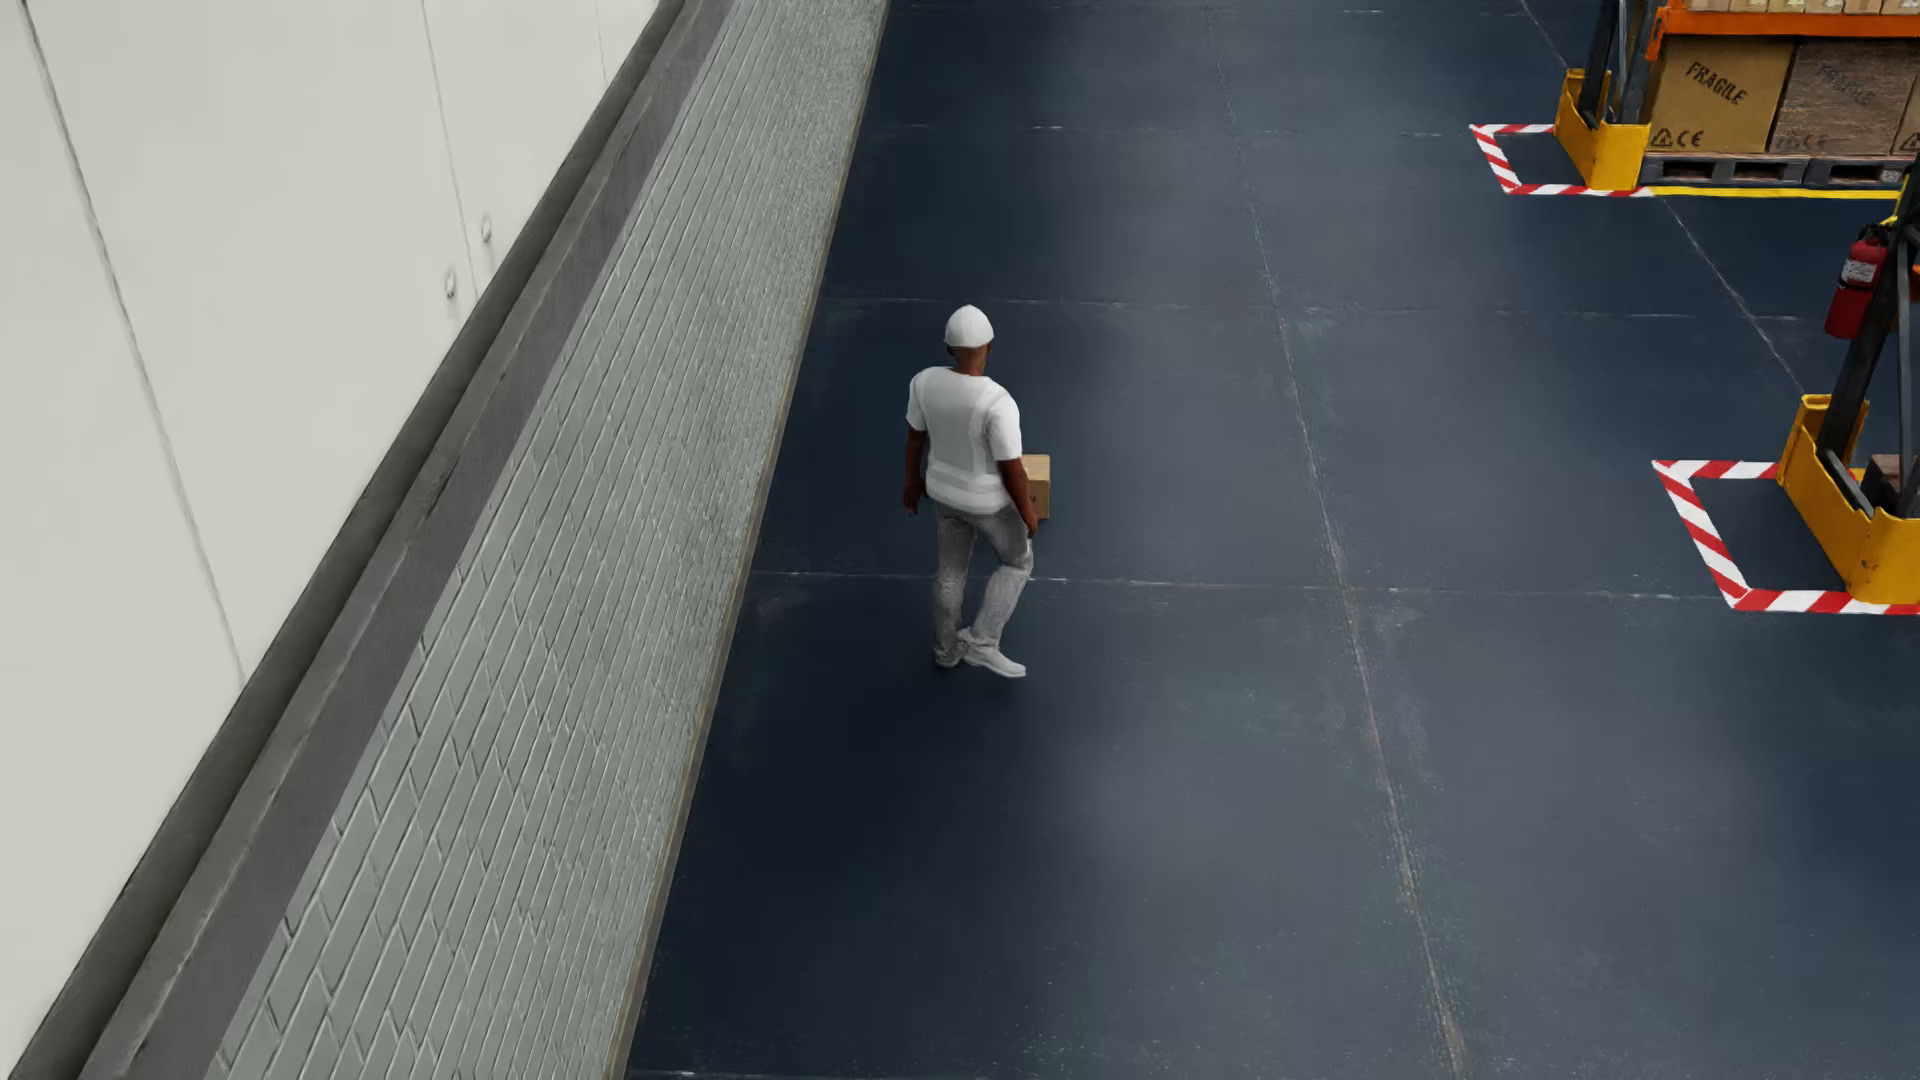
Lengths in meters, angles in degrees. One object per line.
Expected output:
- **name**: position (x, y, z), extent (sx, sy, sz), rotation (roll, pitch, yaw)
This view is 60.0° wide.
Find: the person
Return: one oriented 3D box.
- **person**: position (0.053, -0.193, 7.335), extent (0.690, 1.754, 0.453), rotation (24, 42, 30)
